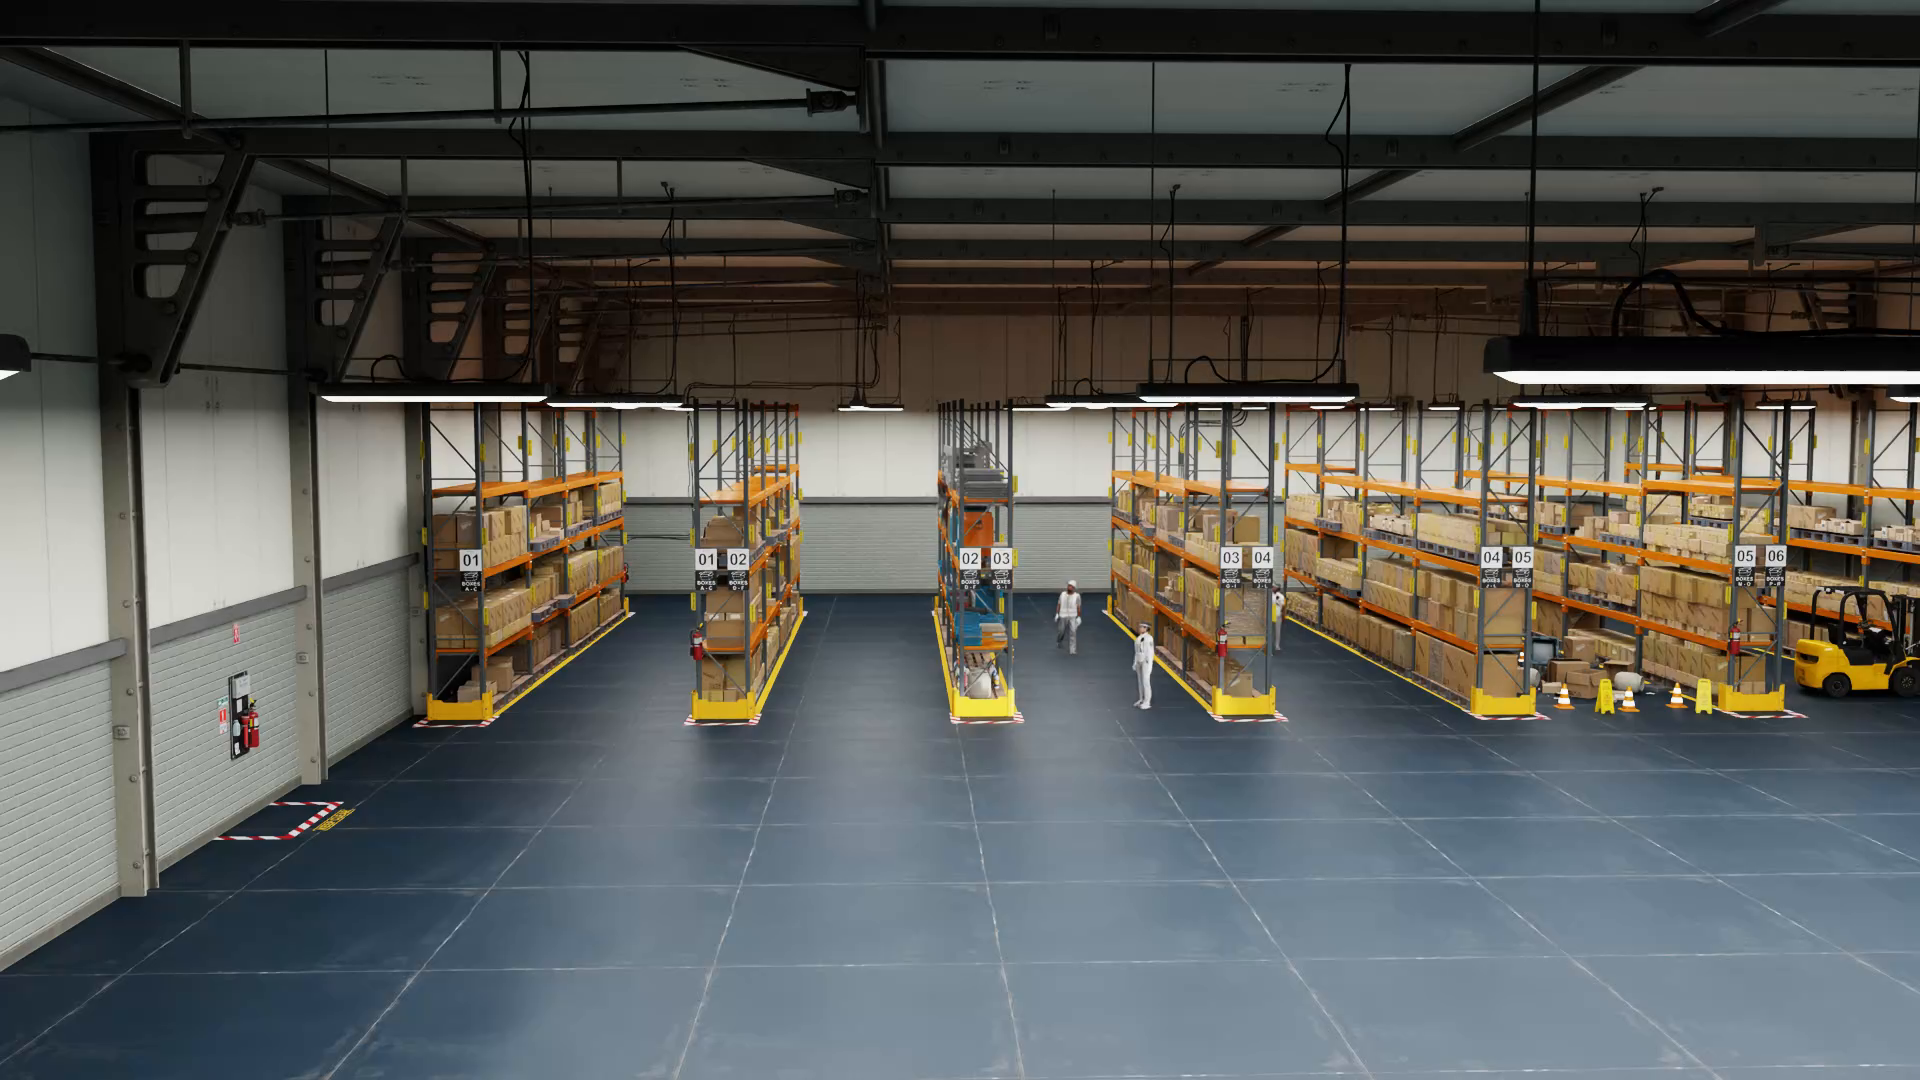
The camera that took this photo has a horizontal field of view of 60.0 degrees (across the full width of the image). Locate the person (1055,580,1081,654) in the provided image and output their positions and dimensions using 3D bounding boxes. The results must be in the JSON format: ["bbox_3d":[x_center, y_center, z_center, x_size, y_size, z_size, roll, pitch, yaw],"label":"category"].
[{"bbox_3d":[2.570,1.828,39.656,0.639,1.731,0.922,0,4,-5],"label":"person"}]

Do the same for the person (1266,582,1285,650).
[{"bbox_3d":[7.623,1.827,40.422,0.555,1.642,0.937,0,4,2],"label":"person"}]

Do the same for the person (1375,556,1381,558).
[{"bbox_3d":[11.976,1.261,47.897,0.987,1.600,0.550,3,5,31],"label":"person"}]

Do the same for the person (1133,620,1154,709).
[{"bbox_3d":[3.570,2.417,32.505,0.376,1.701,0.511,-2,5,-21],"label":"person"}]
